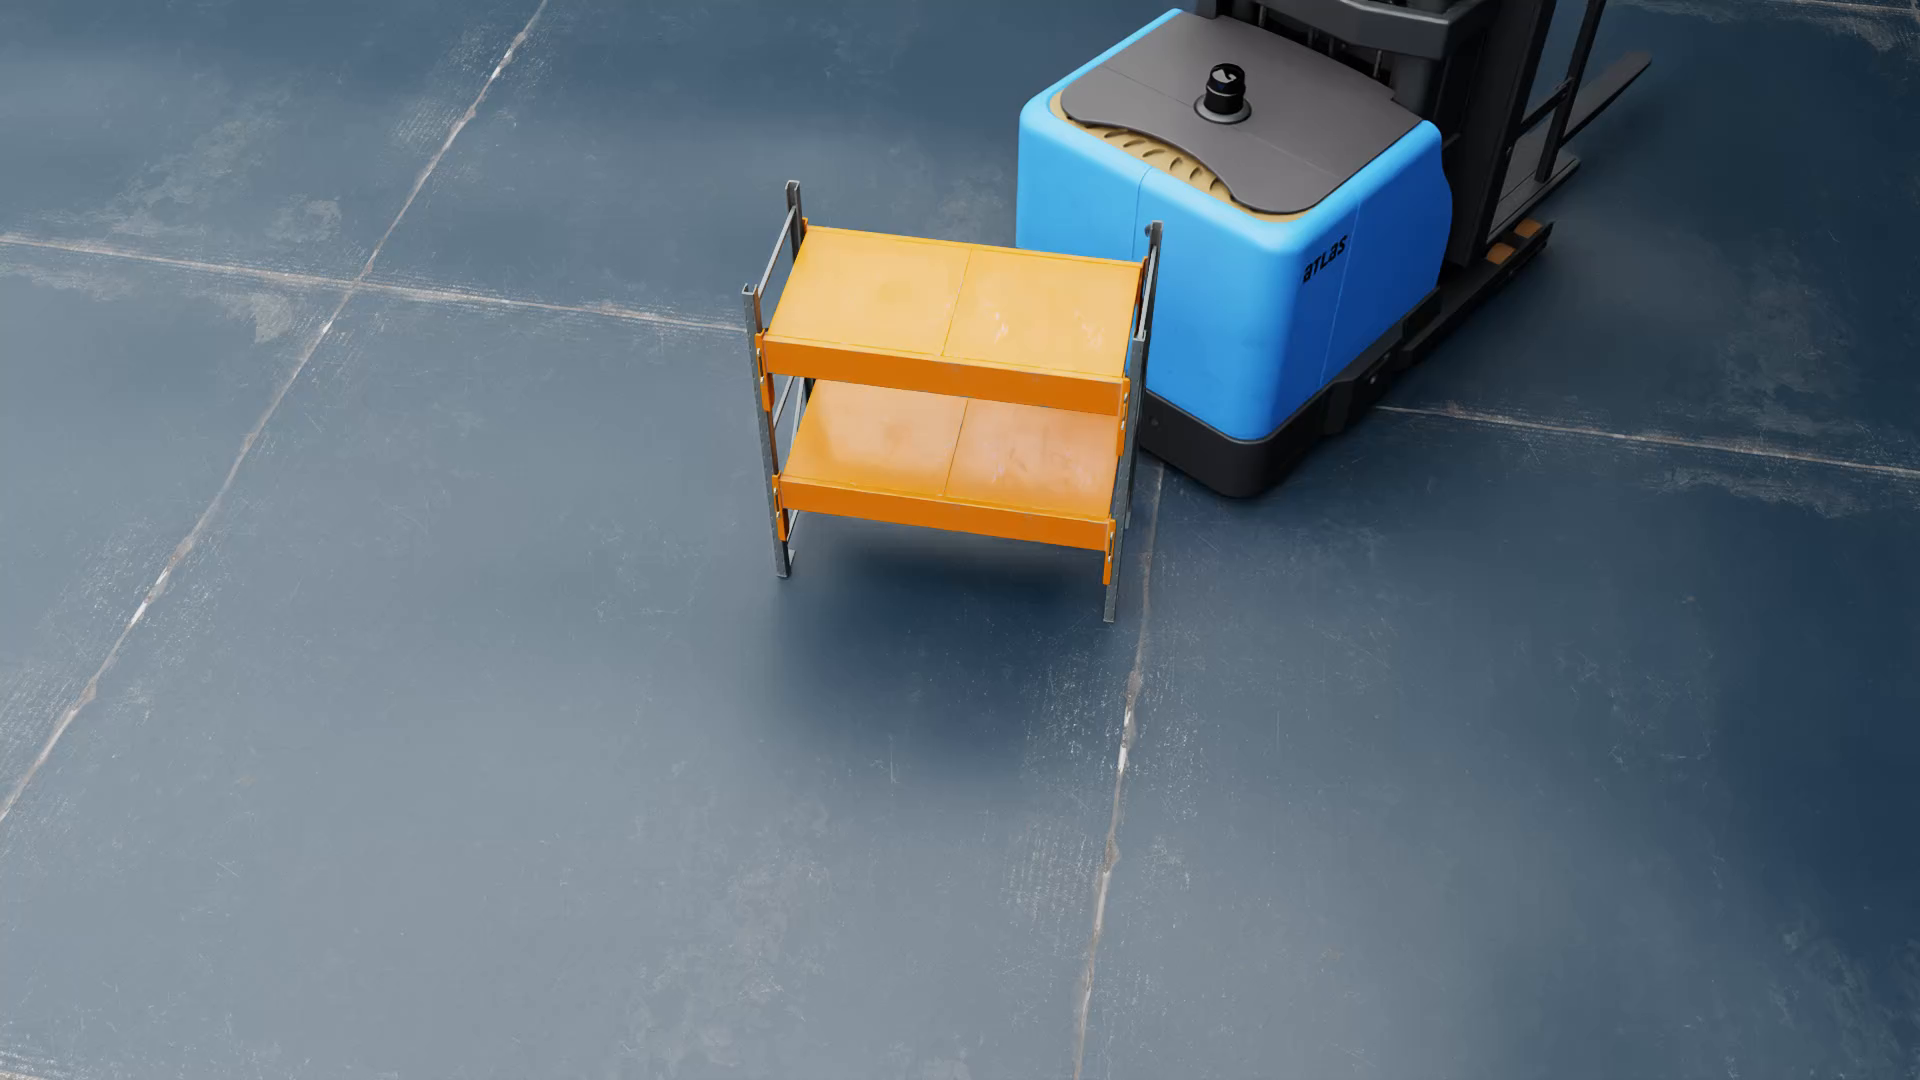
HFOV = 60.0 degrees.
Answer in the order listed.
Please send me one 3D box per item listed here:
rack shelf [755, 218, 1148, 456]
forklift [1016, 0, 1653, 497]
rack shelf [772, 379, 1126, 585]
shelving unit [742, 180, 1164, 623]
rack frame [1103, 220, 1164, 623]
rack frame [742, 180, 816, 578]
[{"bbox_3d":[-0.007,-0.572,4.615,1.000,0.278,0.538,8,49,7],"label":"rack shelf"},{"bbox_3d":[1.530,-2.127,5.191,1.130,2.935,3.031,34,56,27],"label":"forklift"},{"bbox_3d":[-0.007,-0.213,5.014,1.000,0.278,0.538,8,49,7],"label":"rack shelf"},{"bbox_3d":[-0.007,-0.377,4.832,1.048,1.125,0.538,8,49,7],"label":"shelving unit"},{"bbox_3d":[0.494,-0.310,4.772,0.032,1.125,0.500,8,49,7],"label":"rack frame"},{"bbox_3d":[-0.507,-0.444,4.893,0.032,1.125,0.500,8,49,7],"label":"rack frame"}]
